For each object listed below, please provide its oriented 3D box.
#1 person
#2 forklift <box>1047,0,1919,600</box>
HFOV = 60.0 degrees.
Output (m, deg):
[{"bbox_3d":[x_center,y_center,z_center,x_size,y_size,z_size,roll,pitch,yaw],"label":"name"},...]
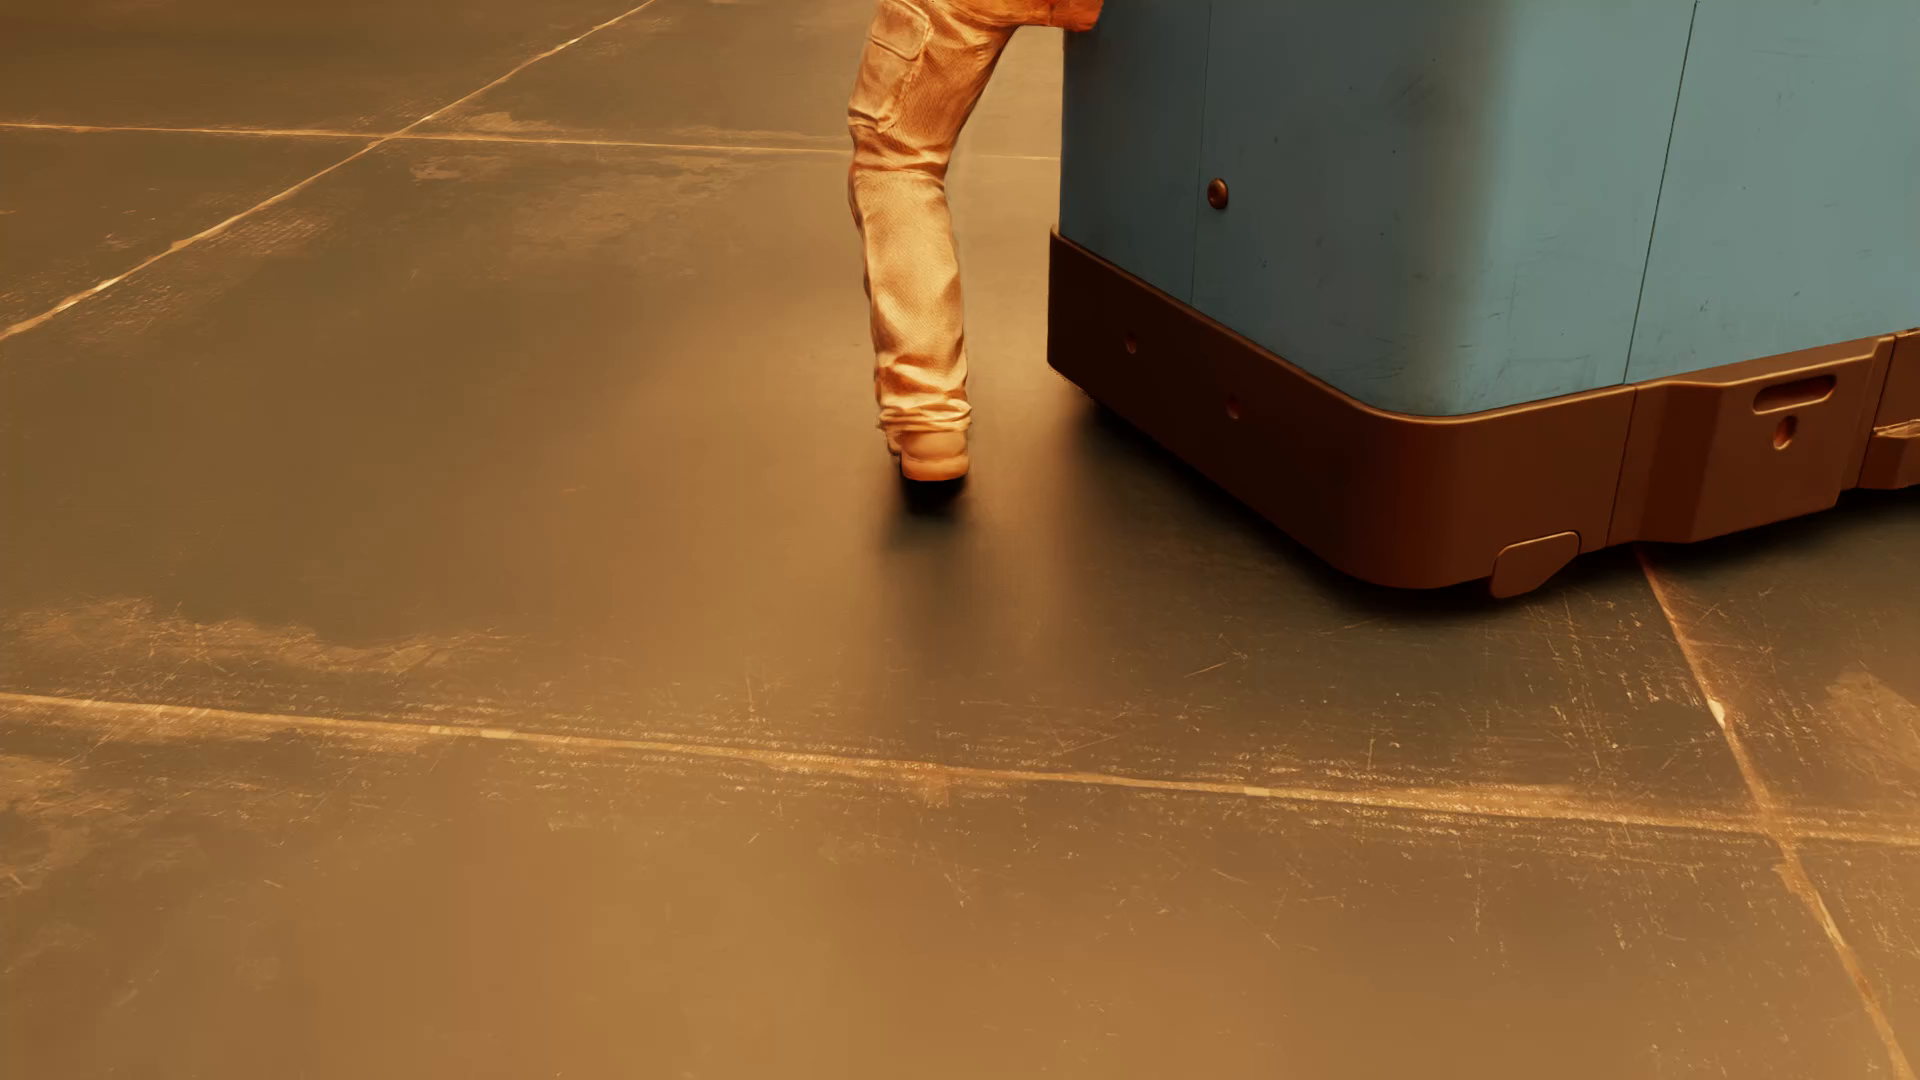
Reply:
[{"bbox_3d":[0.203,-0.968,2.637,0.797,1.639,0.878,-3,27,-7],"label":"person"},{"bbox_3d":[1.718,-1.656,2.537,3.031,2.935,1.130,-11,29,-22],"label":"forklift"}]
